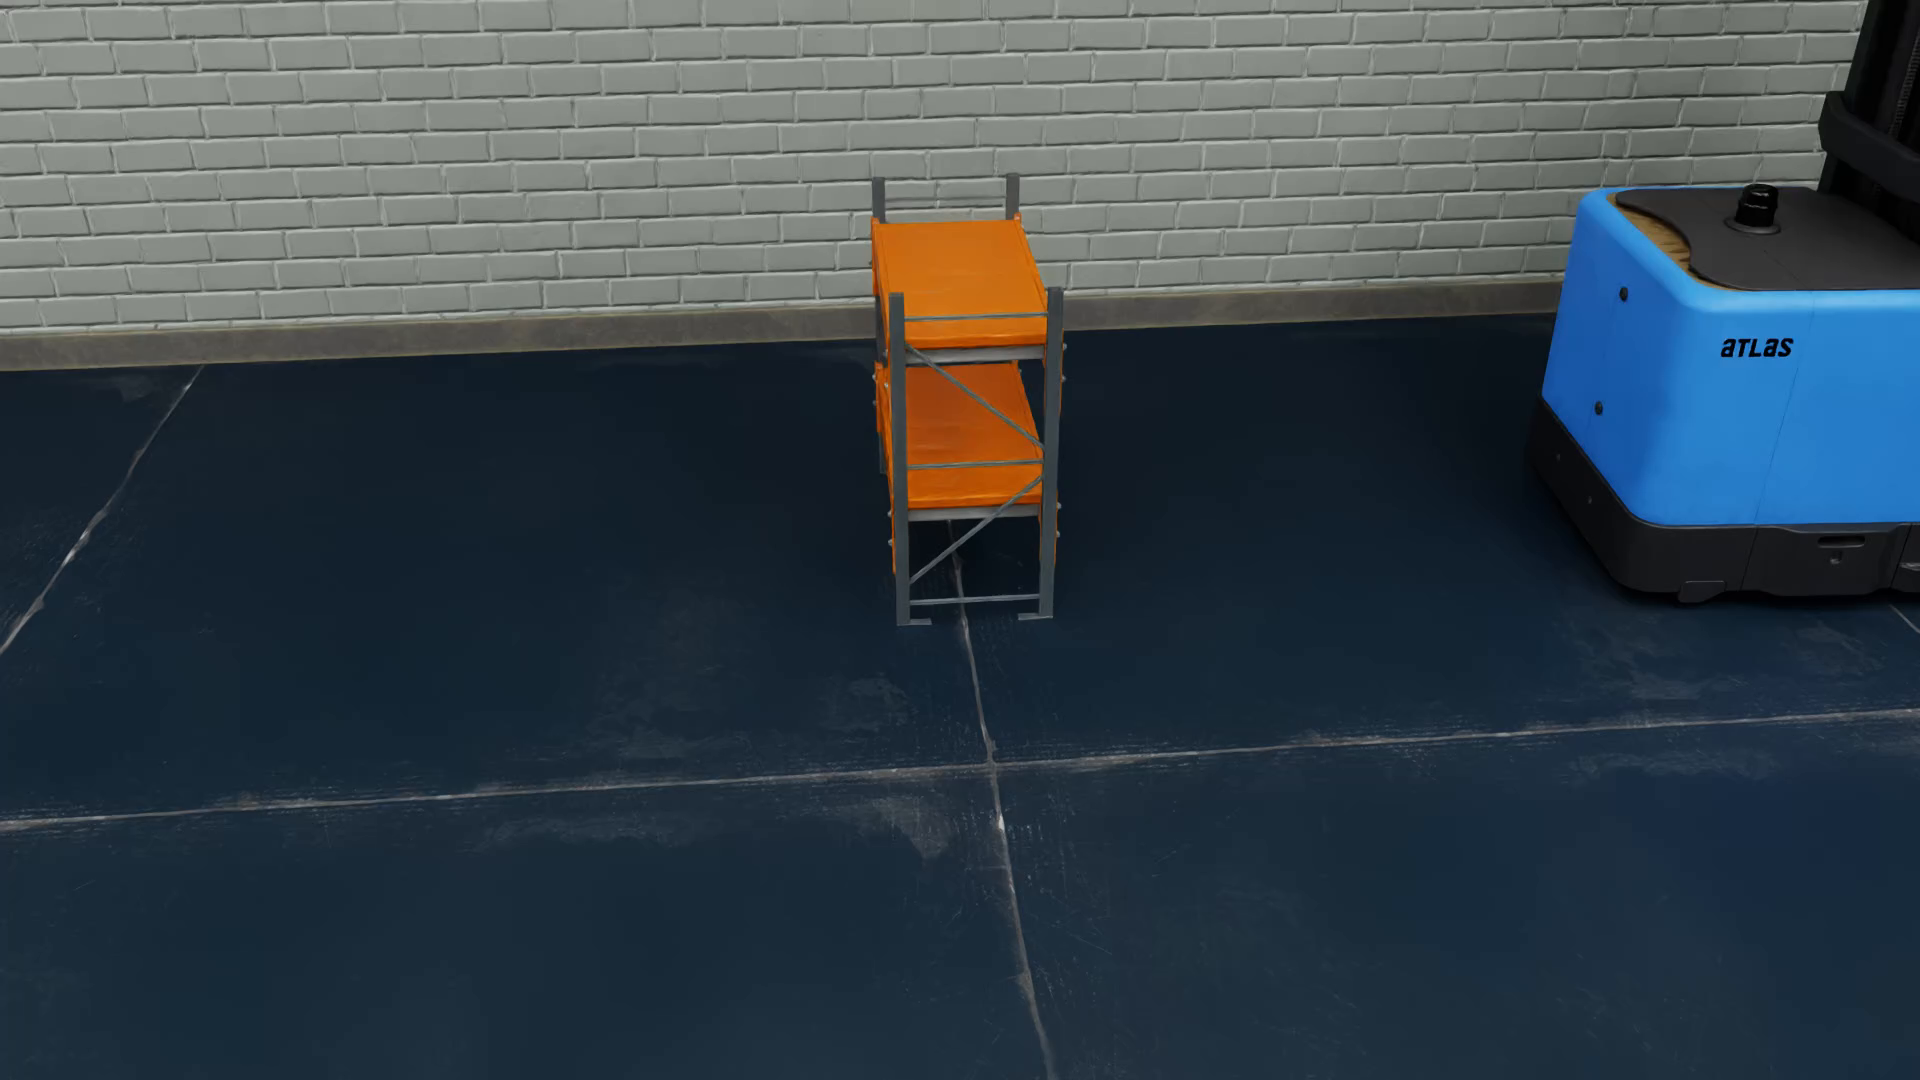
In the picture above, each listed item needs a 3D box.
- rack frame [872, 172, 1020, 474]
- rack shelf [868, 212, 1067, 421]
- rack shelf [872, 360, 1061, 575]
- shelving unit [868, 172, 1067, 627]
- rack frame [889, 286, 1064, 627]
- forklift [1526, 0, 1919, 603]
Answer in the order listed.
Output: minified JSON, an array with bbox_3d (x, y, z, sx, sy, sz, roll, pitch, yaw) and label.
[{"bbox_3d":[-0.048,-0.746,5.902,0.500,1.125,0.032,-3,31,-5],"label":"rack frame"},{"bbox_3d":[-0.001,-0.738,5.317,0.538,0.278,1.000,-3,31,-5],"label":"rack shelf"},{"bbox_3d":[-0.001,-0.276,5.593,0.538,0.278,1.000,-3,31,-5],"label":"rack shelf"},{"bbox_3d":[-0.001,-0.486,5.467,0.538,1.125,1.048,-3,31,-5],"label":"shelving unit"},{"bbox_3d":[0.047,-0.227,5.033,0.500,1.125,0.032,-3,31,-5],"label":"rack frame"},{"bbox_3d":[3.620,-1.321,5.103,3.031,2.935,1.130,-1,31,-2],"label":"forklift"}]
